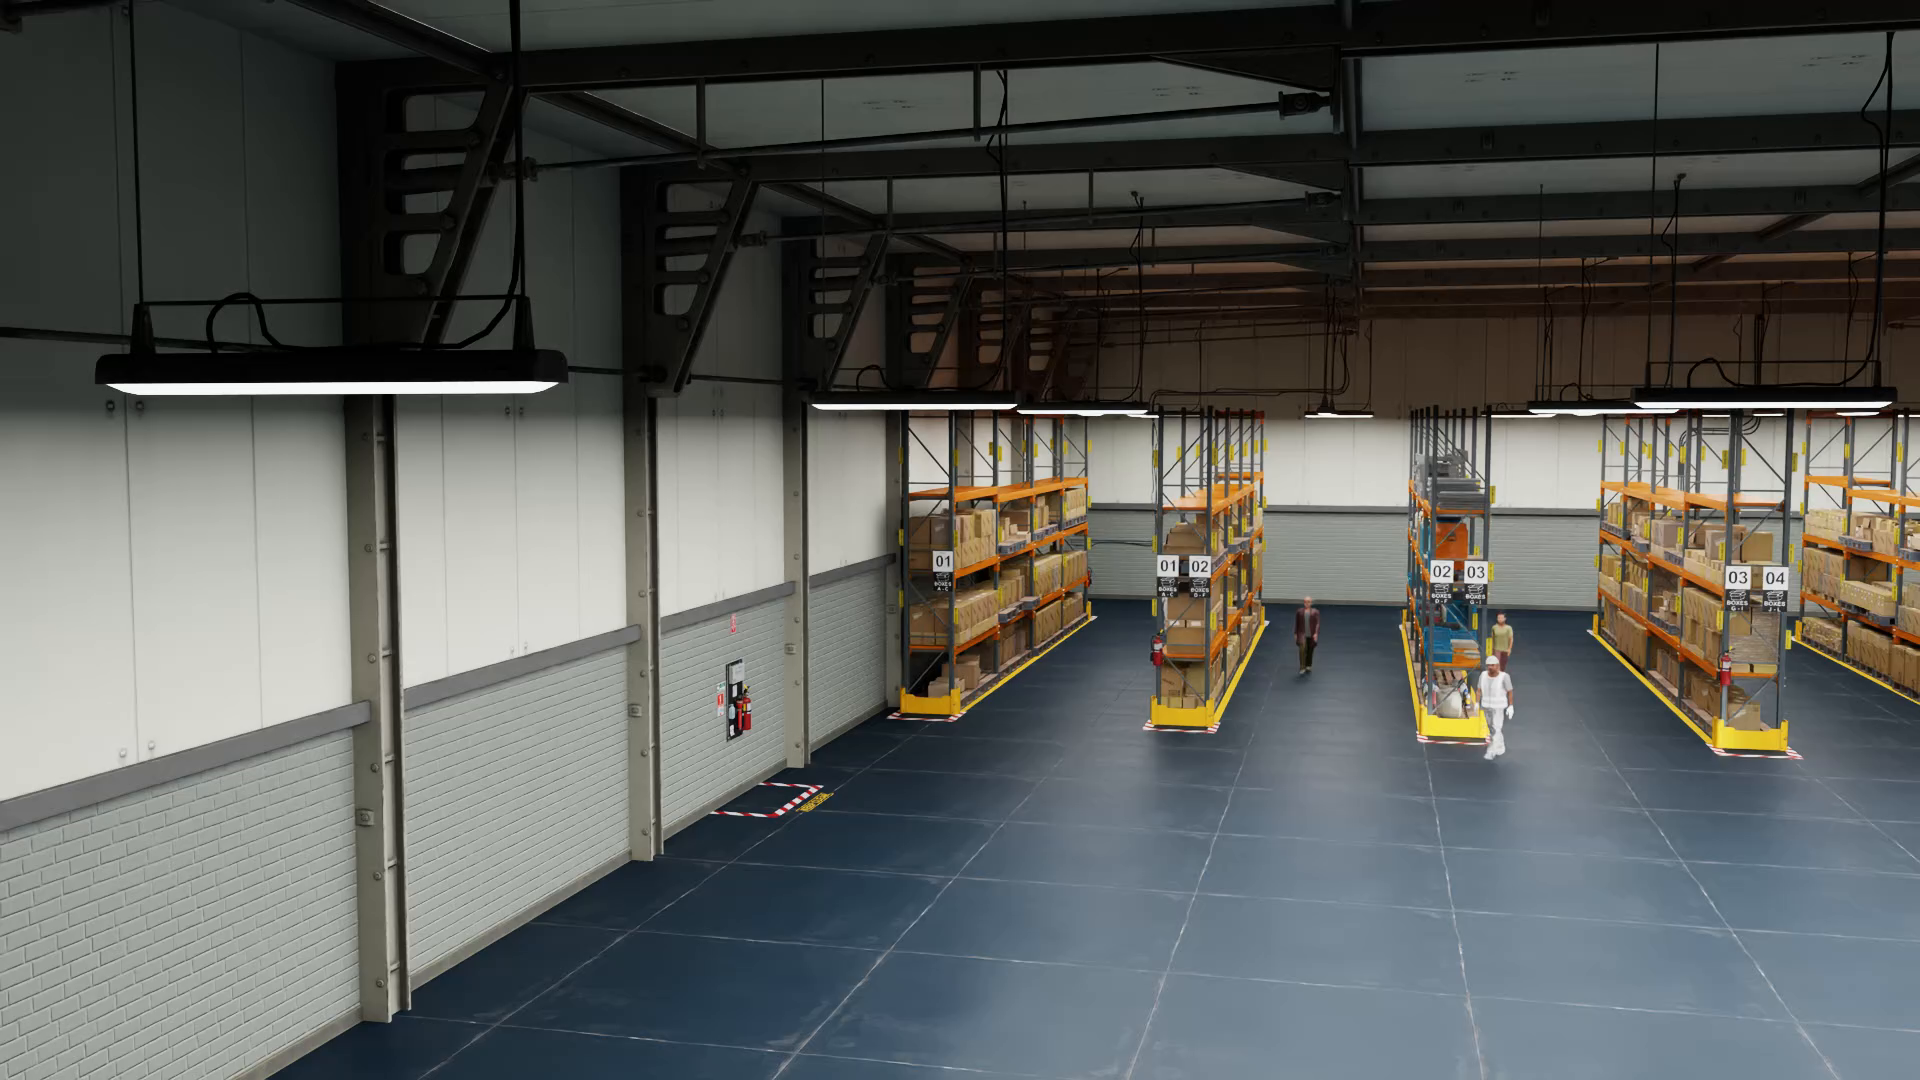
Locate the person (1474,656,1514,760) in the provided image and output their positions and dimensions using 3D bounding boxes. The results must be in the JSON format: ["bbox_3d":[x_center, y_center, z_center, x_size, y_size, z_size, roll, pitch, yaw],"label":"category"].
[{"bbox_3d":[8.963,2.813,28.042,1.035,1.728,0.579,-4,6,-42],"label":"person"}]

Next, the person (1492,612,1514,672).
[{"bbox_3d":[11.563,2.348,35.421,0.431,1.601,1.044,0,4,4],"label":"person"}]

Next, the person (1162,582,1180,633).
[{"bbox_3d":[5.662,1.623,44.746,0.606,1.725,1.061,1,4,17],"label":"person"}]

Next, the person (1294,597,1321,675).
[{"bbox_3d":[7.847,2.146,37.459,0.562,1.717,1.115,0,4,4],"label":"person"}]
